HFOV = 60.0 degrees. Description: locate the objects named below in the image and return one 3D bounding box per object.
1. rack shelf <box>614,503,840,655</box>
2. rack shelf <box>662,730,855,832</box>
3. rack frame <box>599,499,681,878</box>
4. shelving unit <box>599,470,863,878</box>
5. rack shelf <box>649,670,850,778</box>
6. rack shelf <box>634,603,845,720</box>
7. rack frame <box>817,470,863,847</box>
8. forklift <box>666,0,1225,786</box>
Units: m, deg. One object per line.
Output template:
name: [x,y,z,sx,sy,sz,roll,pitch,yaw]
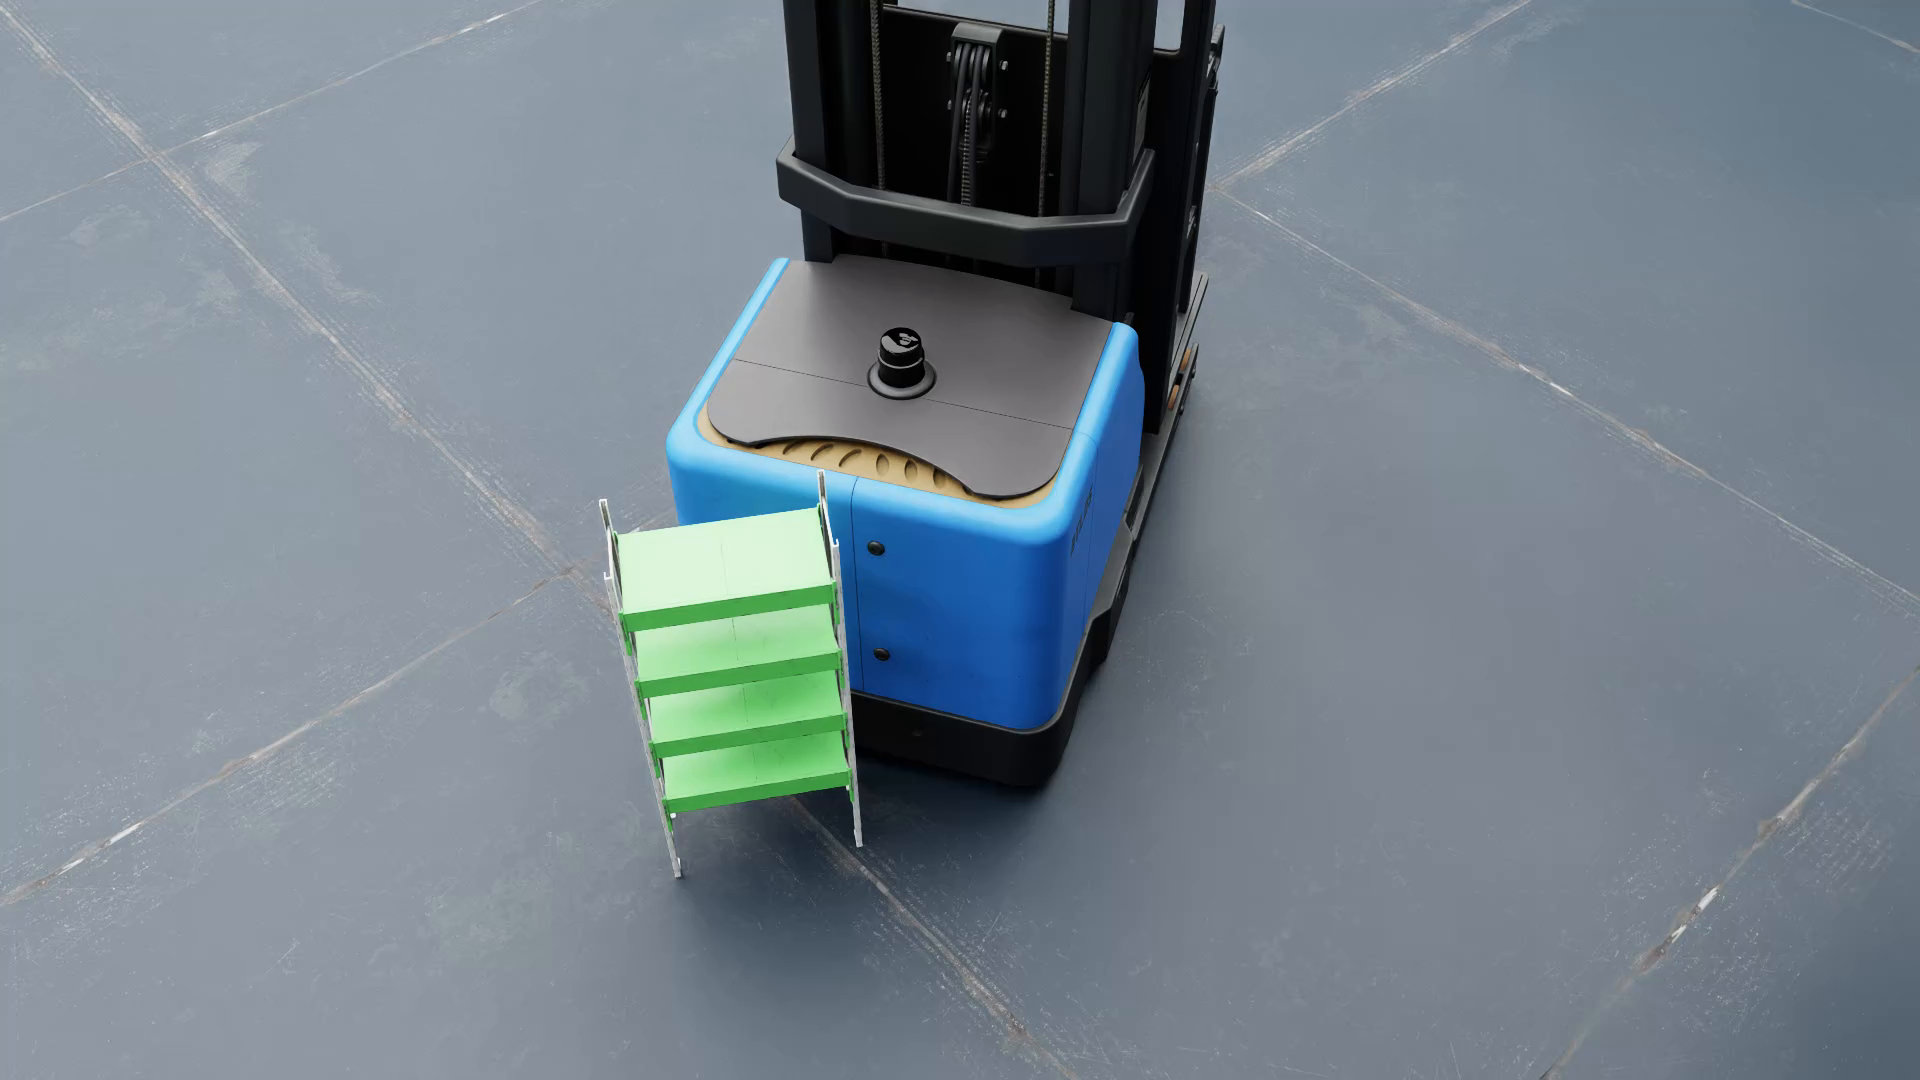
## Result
rack shelf: [-0.533,0.087,3.787,0.480,0.148,0.258,-8,48,-7]
rack shelf: [-0.533,0.575,4.317,0.480,0.148,0.258,-8,48,-7]
rack frame: [-0.772,0.403,4.062,0.015,1.200,0.240,-8,48,-7]
shelving unit: [-0.533,0.369,4.093,0.503,1.200,0.258,-8,48,-7]
rack shelf: [-0.533,0.412,4.140,0.480,0.148,0.258,-8,48,-7]
rack shelf: [-0.533,0.249,3.964,0.480,0.148,0.258,-8,48,-7]
rack frame: [-0.293,0.335,4.125,0.015,1.200,0.240,-8,48,-7]
forklift: [0.182,-1.432,4.577,1.130,2.935,3.031,13,49,11]
